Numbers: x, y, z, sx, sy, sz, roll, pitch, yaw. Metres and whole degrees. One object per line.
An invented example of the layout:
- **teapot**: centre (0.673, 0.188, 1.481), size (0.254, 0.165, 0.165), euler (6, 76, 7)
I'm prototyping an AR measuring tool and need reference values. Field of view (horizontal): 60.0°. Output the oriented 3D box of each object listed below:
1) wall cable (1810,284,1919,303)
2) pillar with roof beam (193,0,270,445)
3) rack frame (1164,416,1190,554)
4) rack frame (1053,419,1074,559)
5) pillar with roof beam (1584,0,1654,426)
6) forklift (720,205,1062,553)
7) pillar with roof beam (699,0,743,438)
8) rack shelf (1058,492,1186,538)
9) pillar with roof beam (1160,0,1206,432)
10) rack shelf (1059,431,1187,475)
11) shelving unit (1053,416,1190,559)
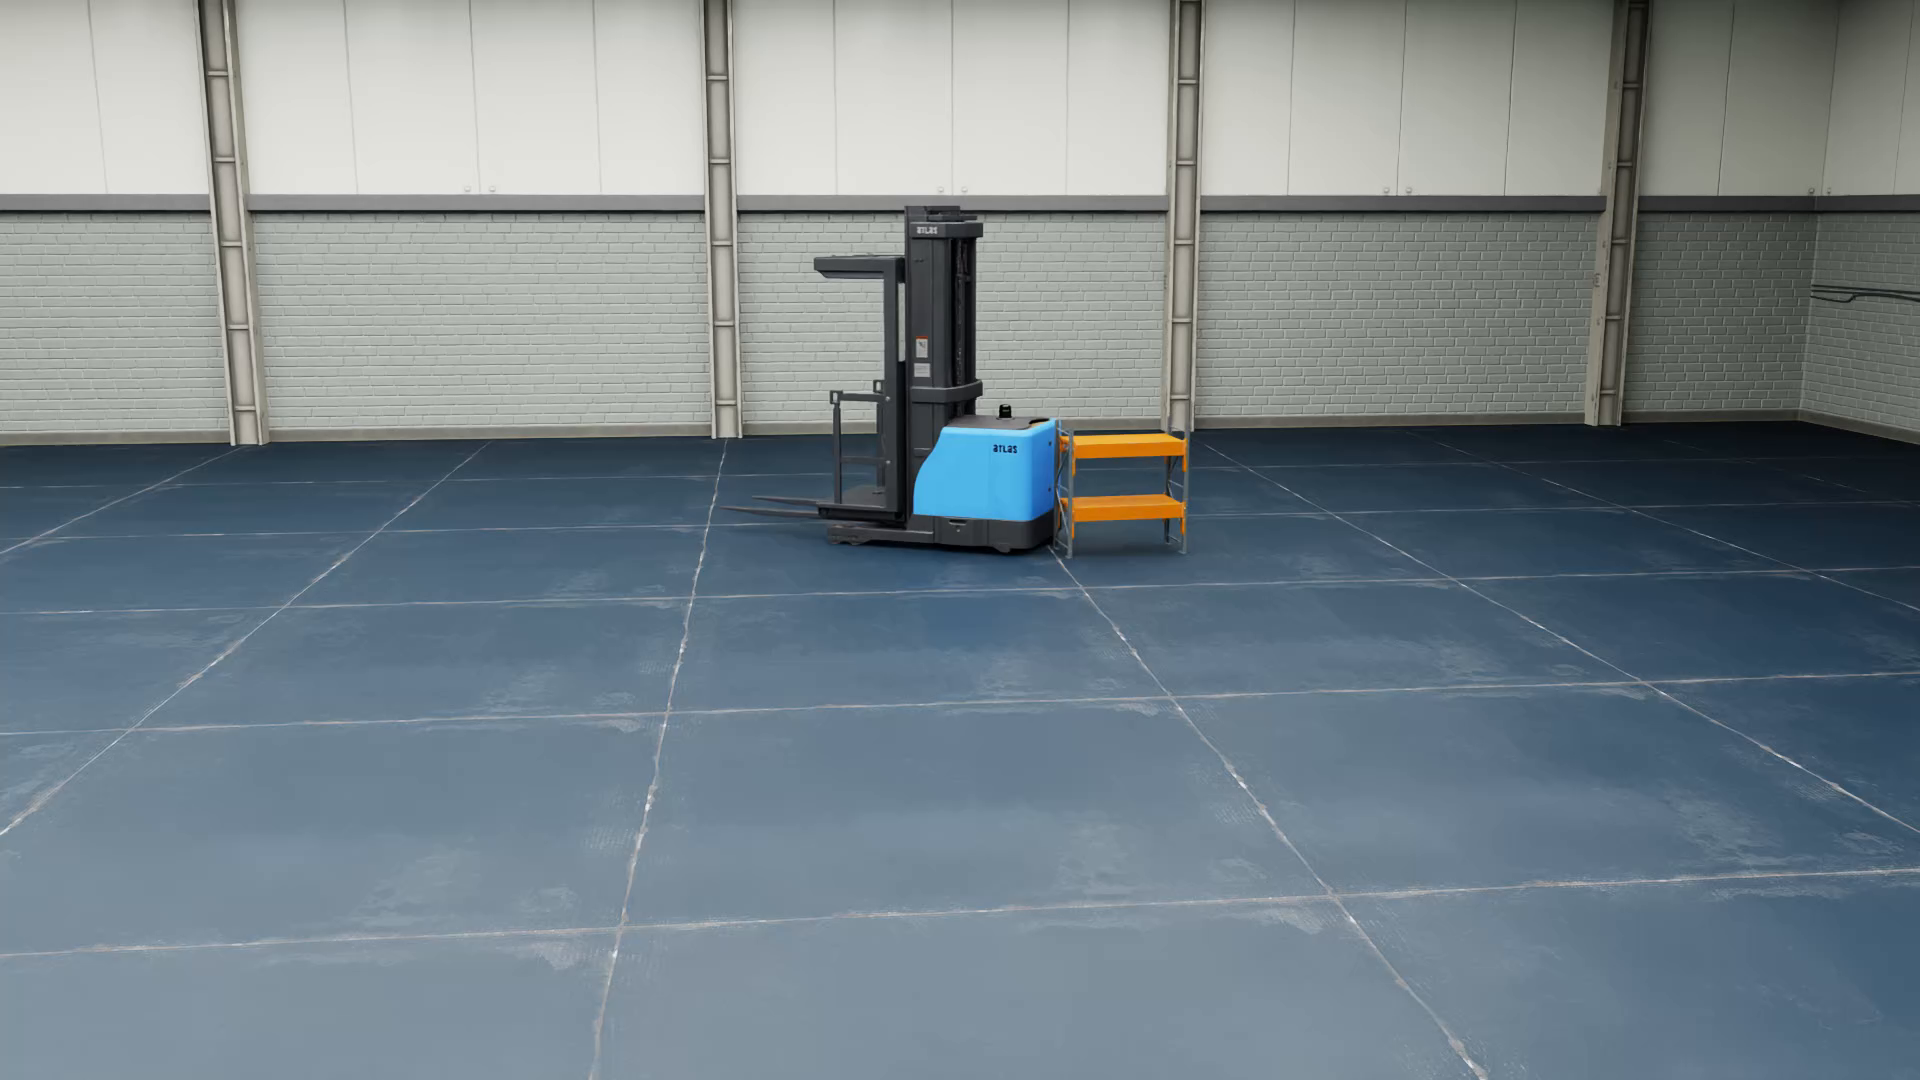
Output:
- **wall cable**: centre (11.960, -4.301, 21.470), size (0.112, 2.526, 3.097), euler (-1, 11, -6)
- **pillar with roof beam**: centre (-8.542, -4.817, 16.041), size (0.400, 9.000, 9.100), euler (-1, 11, -6)
- **rack frame**: centre (1.876, -0.480, 14.392), size (0.032, 1.125, 0.500), euler (-2, 11, -12)
- **rack frame**: centre (0.882, -0.439, 14.184), size (0.032, 1.125, 0.500), euler (-2, 11, -12)
- **pillar with roof beam**: centre (9.353, -5.192, 17.949), size (0.400, 9.000, 9.100), euler (-1, 11, -6)
- **forklift**: centre (-0.658, -1.480, 14.796), size (3.031, 2.935, 1.130), euler (4, 12, 19)
- **pillar with roof beam**: centre (-2.577, -4.942, 16.677), size (0.400, 9.000, 9.100), euler (-1, 11, -6)
- **rack shelf**: centre (1.379, -0.219, 14.335), size (1.000, 0.278, 0.538), euler (-2, 11, -12)
- **pillar with roof beam**: centre (3.388, -5.067, 17.313), size (0.400, 9.000, 9.100), euler (-1, 11, -6)
- **rack shelf**: centre (1.379, -0.746, 14.232), size (1.000, 0.278, 0.538), euler (-2, 11, -12)
- **shelving unit**: centre (1.379, -0.459, 14.288), size (1.048, 1.125, 0.538), euler (-2, 11, -12)
